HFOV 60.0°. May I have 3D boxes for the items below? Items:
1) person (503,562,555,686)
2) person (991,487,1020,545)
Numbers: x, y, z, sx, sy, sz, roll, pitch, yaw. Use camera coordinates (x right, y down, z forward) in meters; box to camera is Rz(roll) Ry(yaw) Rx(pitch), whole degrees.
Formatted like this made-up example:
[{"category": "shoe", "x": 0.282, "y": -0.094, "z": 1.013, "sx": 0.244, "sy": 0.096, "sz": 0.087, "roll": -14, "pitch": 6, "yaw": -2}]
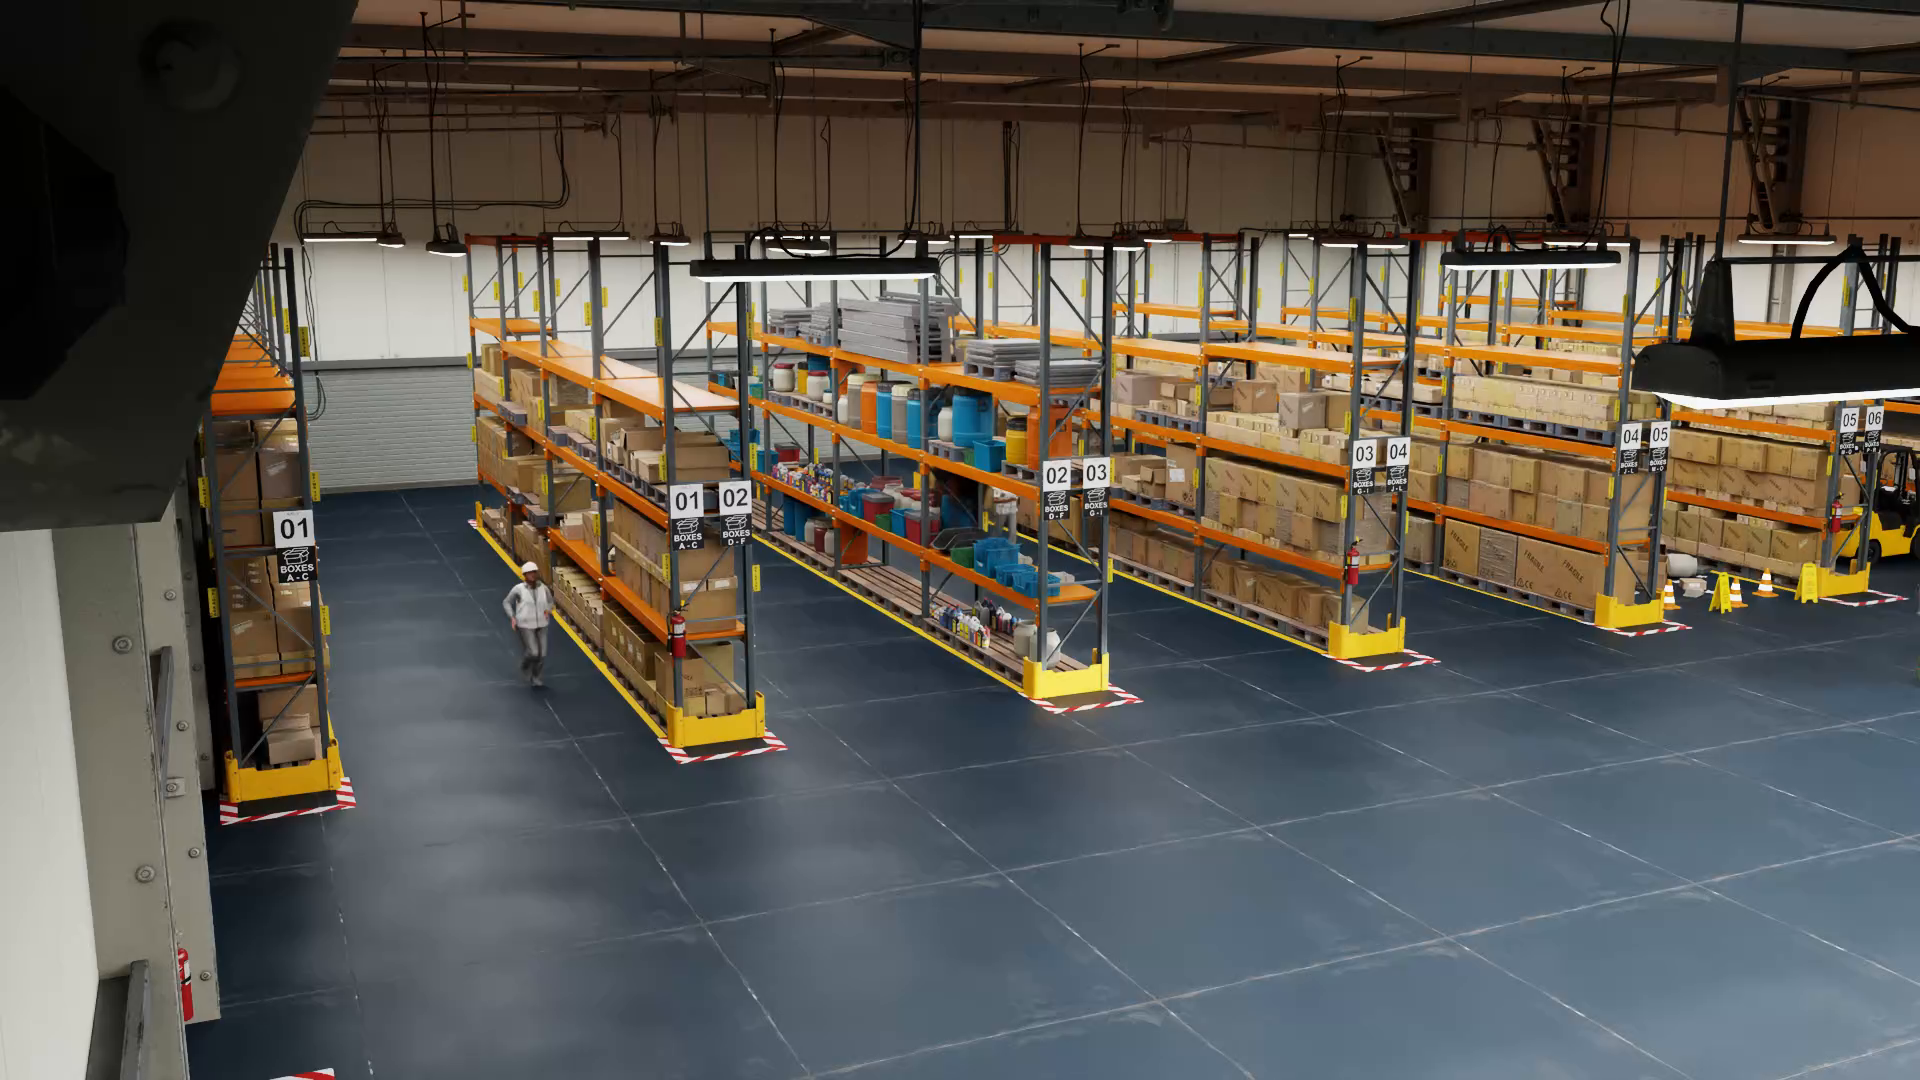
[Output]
[{"category": "person", "x": -5.778, "y": 1.163, "z": 22.546, "sx": 0.651, "sy": 1.730, "sz": 0.590, "roll": -8, "pitch": 14, "yaw": -36}, {"category": "person", "x": 0.790, "y": -0.444, "z": 29.401, "sx": 0.565, "sy": 1.735, "sz": 0.812, "roll": -7, "pitch": 13, "yaw": -31}]
